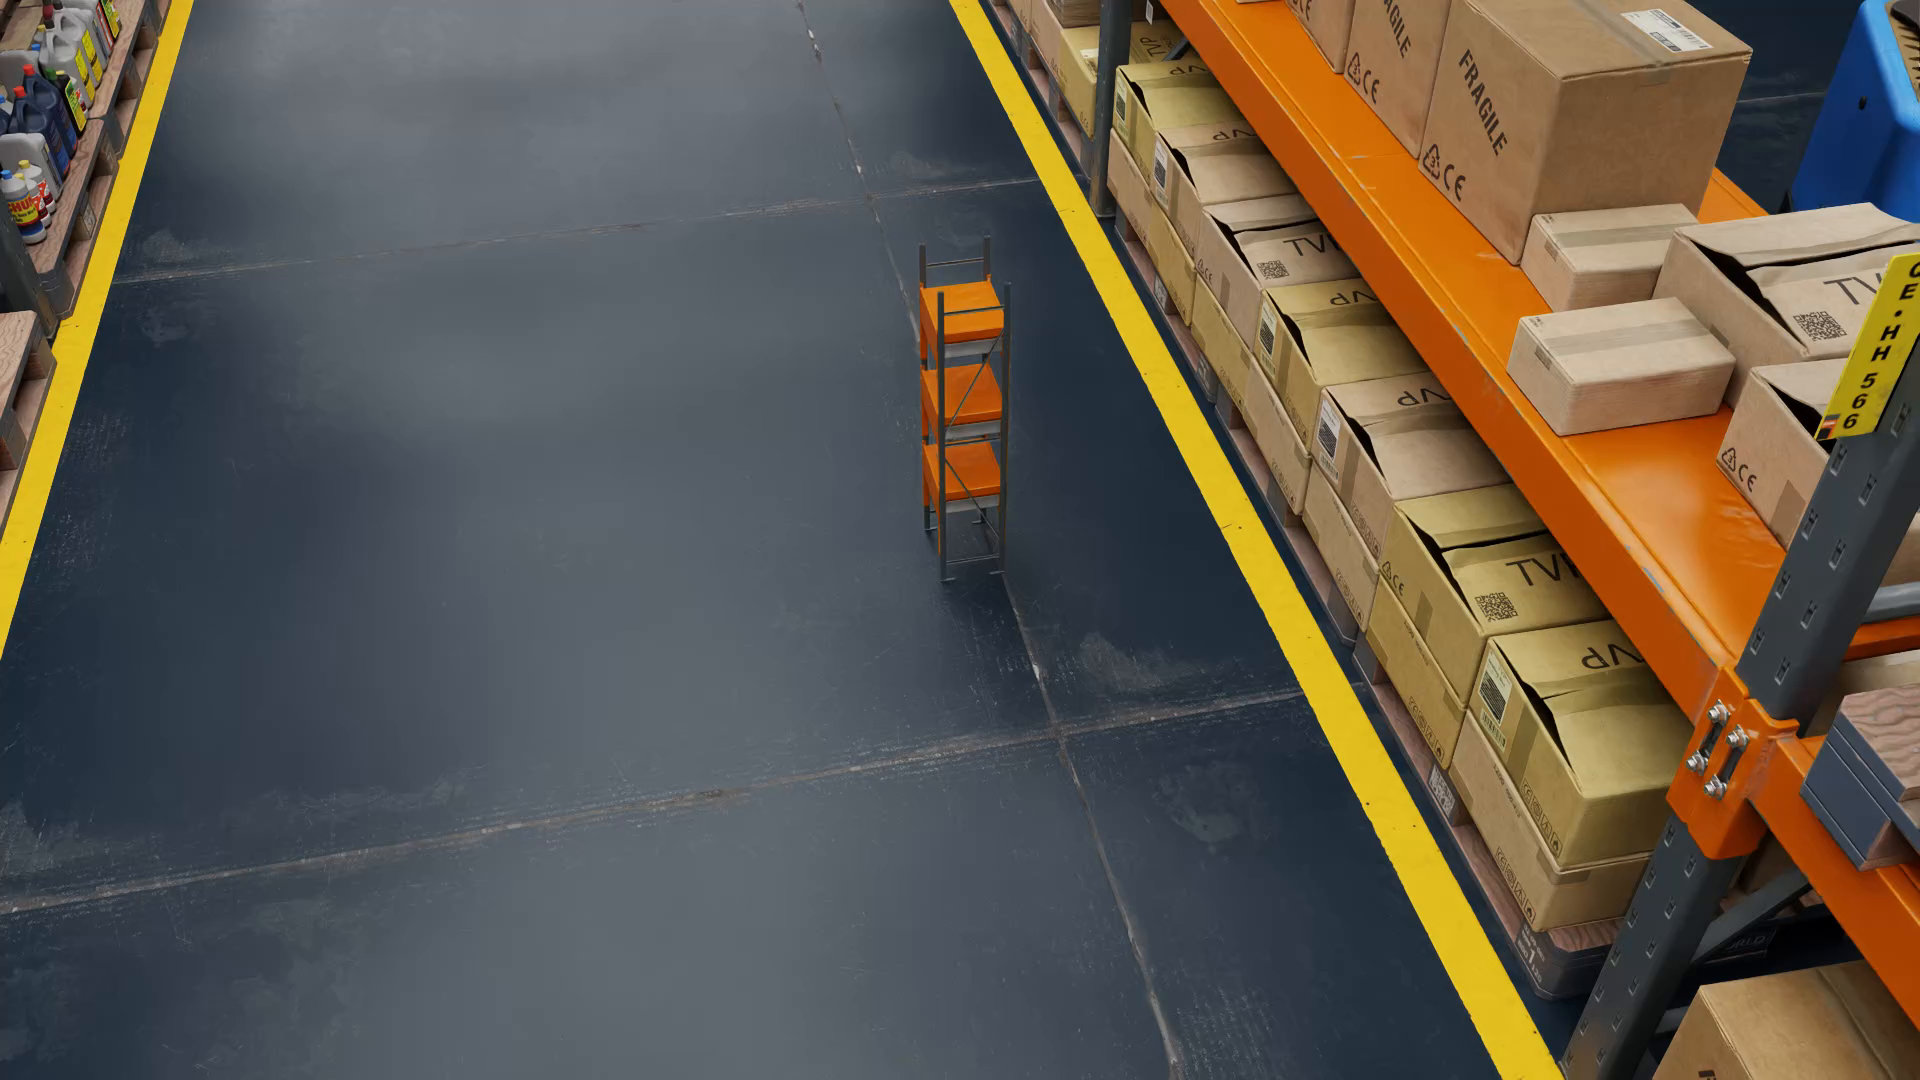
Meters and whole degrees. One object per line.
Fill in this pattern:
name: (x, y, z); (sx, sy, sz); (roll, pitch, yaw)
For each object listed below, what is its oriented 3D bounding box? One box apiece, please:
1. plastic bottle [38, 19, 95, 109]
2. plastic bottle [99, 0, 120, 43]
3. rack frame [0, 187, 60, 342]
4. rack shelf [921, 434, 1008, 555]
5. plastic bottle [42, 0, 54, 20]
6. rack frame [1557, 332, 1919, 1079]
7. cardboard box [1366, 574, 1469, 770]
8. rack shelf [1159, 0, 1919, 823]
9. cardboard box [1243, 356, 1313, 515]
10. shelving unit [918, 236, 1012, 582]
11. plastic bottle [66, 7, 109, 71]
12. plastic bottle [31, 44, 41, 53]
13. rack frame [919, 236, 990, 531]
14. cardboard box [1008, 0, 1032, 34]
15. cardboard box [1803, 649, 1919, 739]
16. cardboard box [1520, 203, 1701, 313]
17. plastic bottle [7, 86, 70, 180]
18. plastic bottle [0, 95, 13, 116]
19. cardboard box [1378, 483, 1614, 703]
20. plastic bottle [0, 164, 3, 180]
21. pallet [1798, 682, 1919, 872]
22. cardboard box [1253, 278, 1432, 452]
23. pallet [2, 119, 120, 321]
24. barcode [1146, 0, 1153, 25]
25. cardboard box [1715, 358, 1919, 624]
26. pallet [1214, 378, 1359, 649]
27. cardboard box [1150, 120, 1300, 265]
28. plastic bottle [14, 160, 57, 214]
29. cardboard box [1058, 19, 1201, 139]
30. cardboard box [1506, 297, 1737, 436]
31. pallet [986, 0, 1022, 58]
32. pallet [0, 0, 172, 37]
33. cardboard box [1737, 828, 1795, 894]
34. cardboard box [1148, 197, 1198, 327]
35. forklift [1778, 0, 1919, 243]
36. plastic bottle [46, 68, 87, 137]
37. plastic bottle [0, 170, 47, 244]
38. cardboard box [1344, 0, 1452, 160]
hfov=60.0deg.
plastic bottle: (-3.711, -1.969, 6.873); (0.144, 0.351, 0.185); (-9, 42, -10)
plastic bottle: (-3.805, -2.356, 7.359); (0.061, 0.283, 0.133); (-7, 42, -8)
rack frame: (-3.809, -1.815, 5.035); (1.000, 3.000, 0.127); (-8, 42, -9)
rack shelf: (0.012, -0.142, 5.054); (0.215, 0.259, 0.240); (-8, 42, -9)
plastic bottle: (-3.924, -2.246, 7.235); (0.061, 0.283, 0.133); (-8, 42, -9)
rack frame: (1.892, 0.070, 2.911); (1.000, 3.000, 0.127); (-8, 42, -9)
cardboard box: (1.425, 0.302, 4.405); (0.500, 0.250, 0.500); (-9, 42, -10)
rack shelf: (1.460, -0.957, 4.610); (1.077, 0.370, 4.000); (-8, 42, -9)
cardboard box: (1.206, -0.357, 5.148); (0.500, 0.250, 0.500); (-8, 42, -8)
shelving unit: (0.012, -0.358, 4.862); (0.215, 1.050, 0.252); (-8, 42, -9)
plastic bottle: (-3.790, -2.169, 7.154); (0.152, 0.276, 0.135); (-9, 42, -10)
plastic bottle: (-3.859, -1.989, 7.007); (0.097, 0.201, 0.097); (0, 42, 0)
rack frame: (-0.015, -0.437, 4.951); (0.200, 1.050, 0.008); (-8, 42, -9)
cardboard box: (0.494, -2.568, 7.638); (0.500, 0.250, 0.500); (-8, 42, -9)
cardboard box: (2.066, 0.350, 3.928); (0.500, 0.311, 0.500); (-7, 42, -8)
cardboard box: (1.562, -0.654, 3.917); (0.380, 0.149, 0.250); (-5, 42, -6)
plastic bottle: (-3.578, -1.572, 6.425); (0.144, 0.351, 0.185); (-7, 42, -8)
plastic bottle: (-3.727, -1.619, 6.538); (0.097, 0.271, 0.097); (0, 42, 0)
cardboard box: (1.420, 0.092, 4.219); (0.500, 0.311, 0.500); (-9, 42, -10)
plastic bottle: (-3.650, -1.423, 6.308); (0.061, 0.283, 0.133); (-8, 42, -9)
pallet: (2.107, 0.572, 2.491); (1.213, 0.211, 1.003); (-8, 42, -9)
cardboard box: (1.207, -0.561, 4.955); (0.500, 0.311, 0.500); (-7, 42, -8)
pallet: (-3.913, -1.213, 6.458); (1.003, 0.211, 1.213); (-8, 42, -9)
barcode: (0.677, -1.886, 5.944); (0.001, 0.075, 0.075); (-8, 42, -9)
cardboard box: (1.856, -0.138, 3.213); (0.500, 0.311, 0.500); (-6, 42, -7)
pallet: (1.492, -0.215, 5.333); (1.003, 0.211, 1.213); (-8, 42, -9)
cardboard box: (0.977, -1.232, 5.711); (0.500, 0.311, 0.500); (-9, 42, -10)
plastic bottle: (-3.494, -1.334, 6.270); (0.097, 0.201, 0.097); (0, 42, 0)
cardboard box: (0.715, -1.920, 6.909); (0.500, 0.250, 0.500); (-8, 42, -9)
cardboard box: (1.428, -0.379, 3.607); (0.380, 0.149, 0.250); (-8, 42, -9)
pallet: (0.631, -2.793, 8.238); (1.003, 0.211, 1.213); (-8, 42, -9)
pallet: (-4.440, -2.795, 8.240); (1.003, 0.211, 1.213); (-8, 42, -9)
cardboard box: (2.066, 0.560, 4.114); (0.500, 0.250, 0.500); (-8, 42, -9)
cardboard box: (0.983, -1.023, 5.897); (0.500, 0.250, 0.500); (-7, 42, -8)
forklift: (4.469, -1.647, 4.897); (3.031, 2.935, 1.130); (10, 43, 11)
plastic bottle: (-3.614, -1.782, 6.712); (0.061, 0.283, 0.133); (-7, 42, -7)
plastic bottle: (-3.450, -1.229, 6.098); (0.097, 0.271, 0.097); (0, 42, 0)
cardboard box: (1.400, -1.393, 4.485); (0.500, 0.500, 0.500); (-8, 42, -9)
